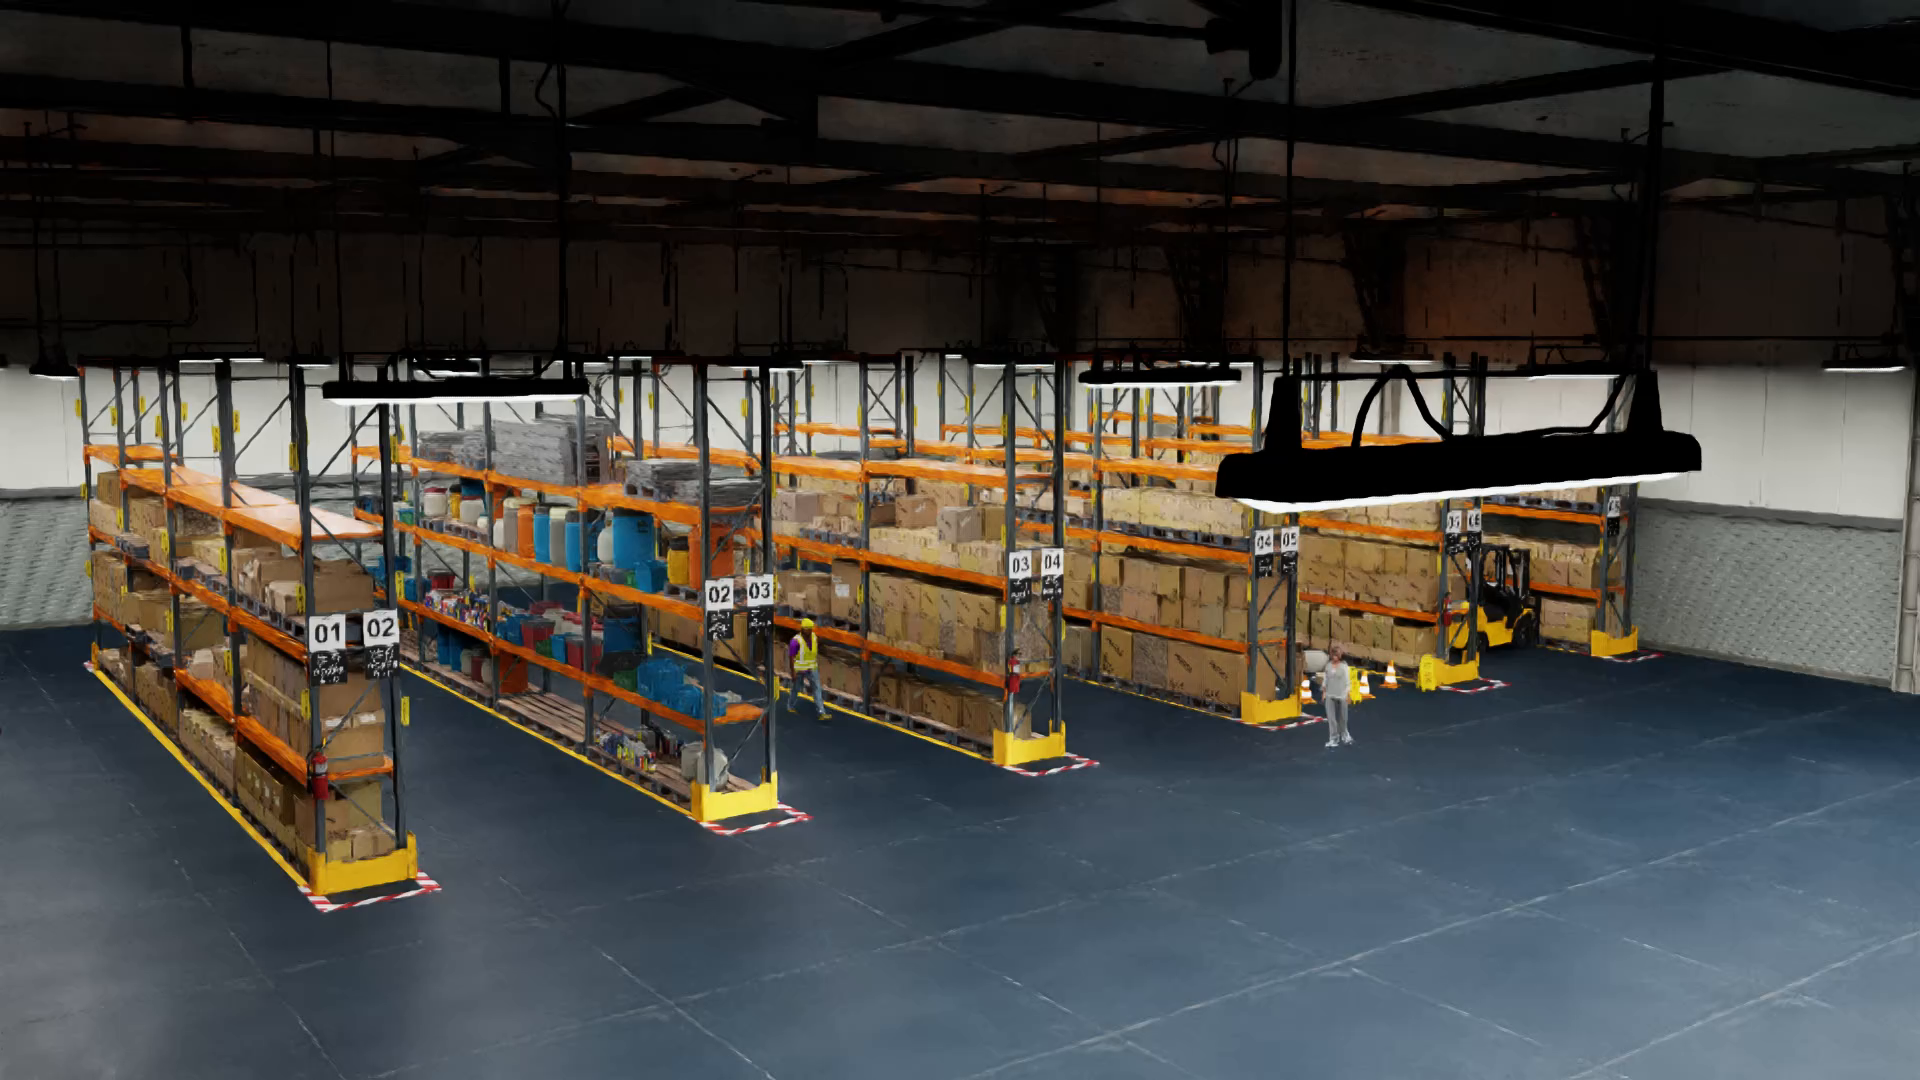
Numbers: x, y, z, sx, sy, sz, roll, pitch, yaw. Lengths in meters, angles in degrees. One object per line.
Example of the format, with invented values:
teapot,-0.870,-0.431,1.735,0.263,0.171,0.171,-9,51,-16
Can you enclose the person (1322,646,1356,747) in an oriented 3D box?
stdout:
person,5.898,2.419,25.884,0.514,1.587,0.483,4,8,30

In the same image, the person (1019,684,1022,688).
person,1.020,1.838,30.226,0.539,1.661,1.033,-3,8,-26

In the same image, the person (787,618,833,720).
person,-2.566,2.126,27.679,0.579,1.688,1.107,-4,8,-32

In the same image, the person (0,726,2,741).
person,-13.481,2.751,22.687,0.729,1.702,0.765,-6,9,-42
